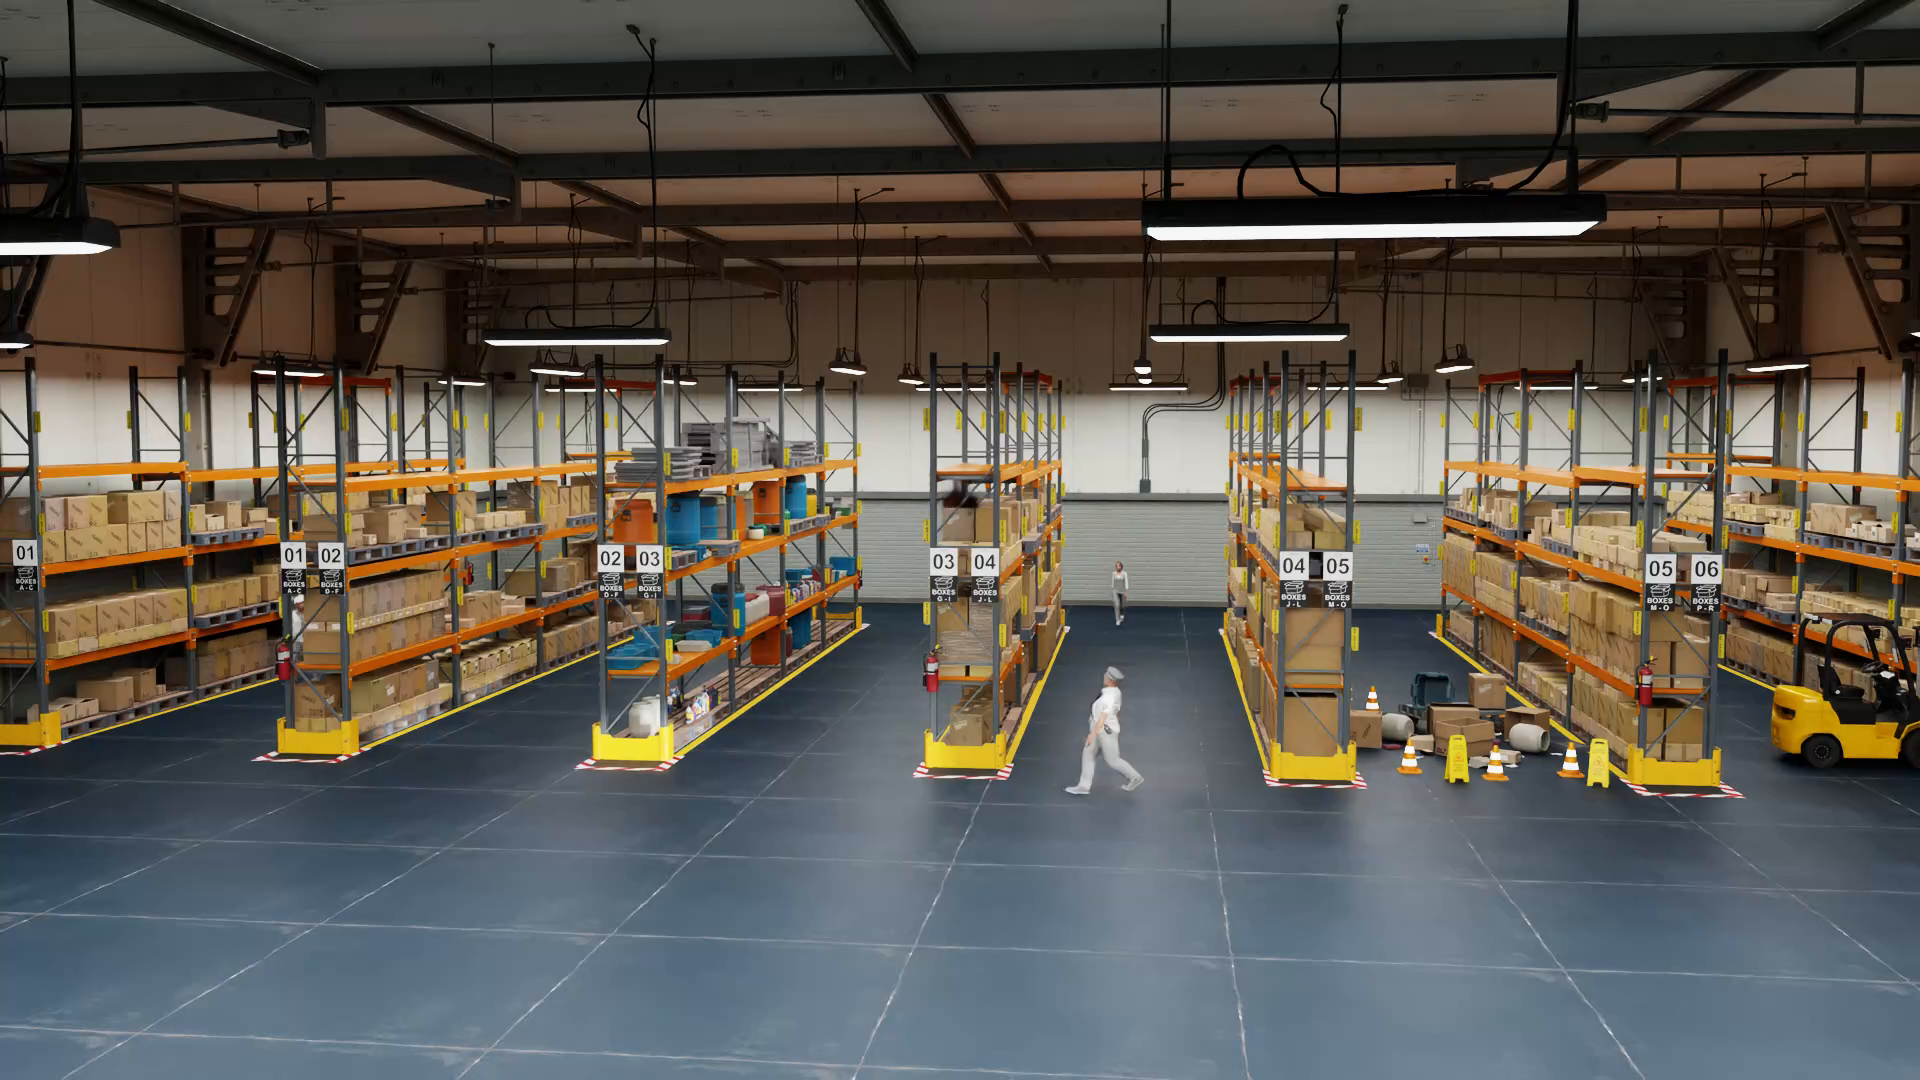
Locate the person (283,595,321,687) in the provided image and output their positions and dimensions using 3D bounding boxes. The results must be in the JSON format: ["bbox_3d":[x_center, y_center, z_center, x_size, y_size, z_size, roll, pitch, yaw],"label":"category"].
[{"bbox_3d":[-12.443,1.908,31.481,0.678,1.729,1.023,0,4,5],"label":"person"}]

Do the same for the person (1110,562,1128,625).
[{"bbox_3d":[3.938,1.304,41.065,0.442,1.560,0.703,0,4,1],"label":"person"}]

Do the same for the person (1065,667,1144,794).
[{"bbox_3d":[1.952,2.557,22.275,0.999,1.736,0.517,-1,4,-16],"label":"person"}]

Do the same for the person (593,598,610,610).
[{"bbox_3d":[-9.244,1.129,42.734,0.463,1.658,0.463,1,4,19],"label":"person"}]
